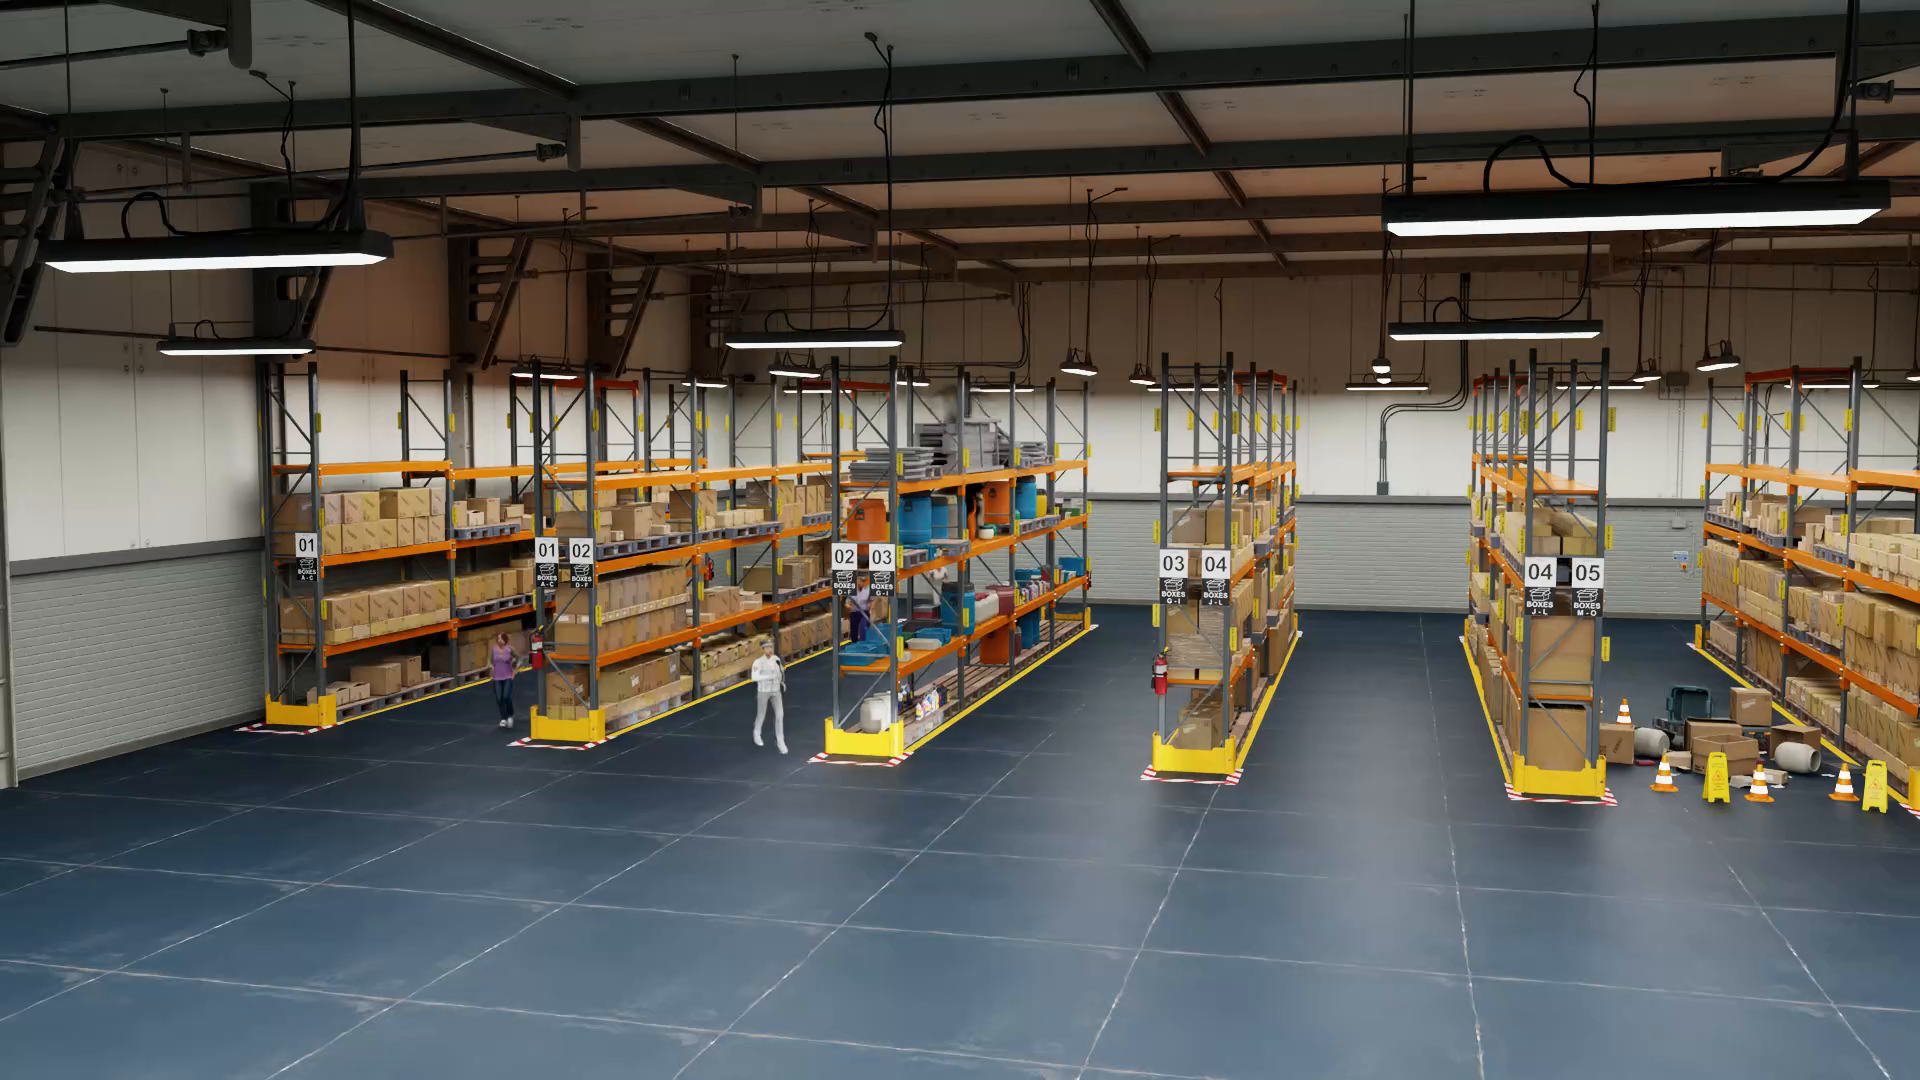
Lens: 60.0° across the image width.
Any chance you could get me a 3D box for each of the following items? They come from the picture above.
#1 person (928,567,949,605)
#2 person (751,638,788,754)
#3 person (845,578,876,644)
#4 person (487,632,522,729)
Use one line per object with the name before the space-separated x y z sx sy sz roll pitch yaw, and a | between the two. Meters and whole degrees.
person | -0.556 1.272 41.784 0.549 1.618 0.723 0 4 -5
person | -2.919 2.352 25.413 0.608 1.724 0.854 -2 4 -26
person | -1.994 1.582 33.192 0.619 1.657 0.775 0 4 1
person | -7.465 2.301 27.179 0.529 1.597 0.579 0 4 2
